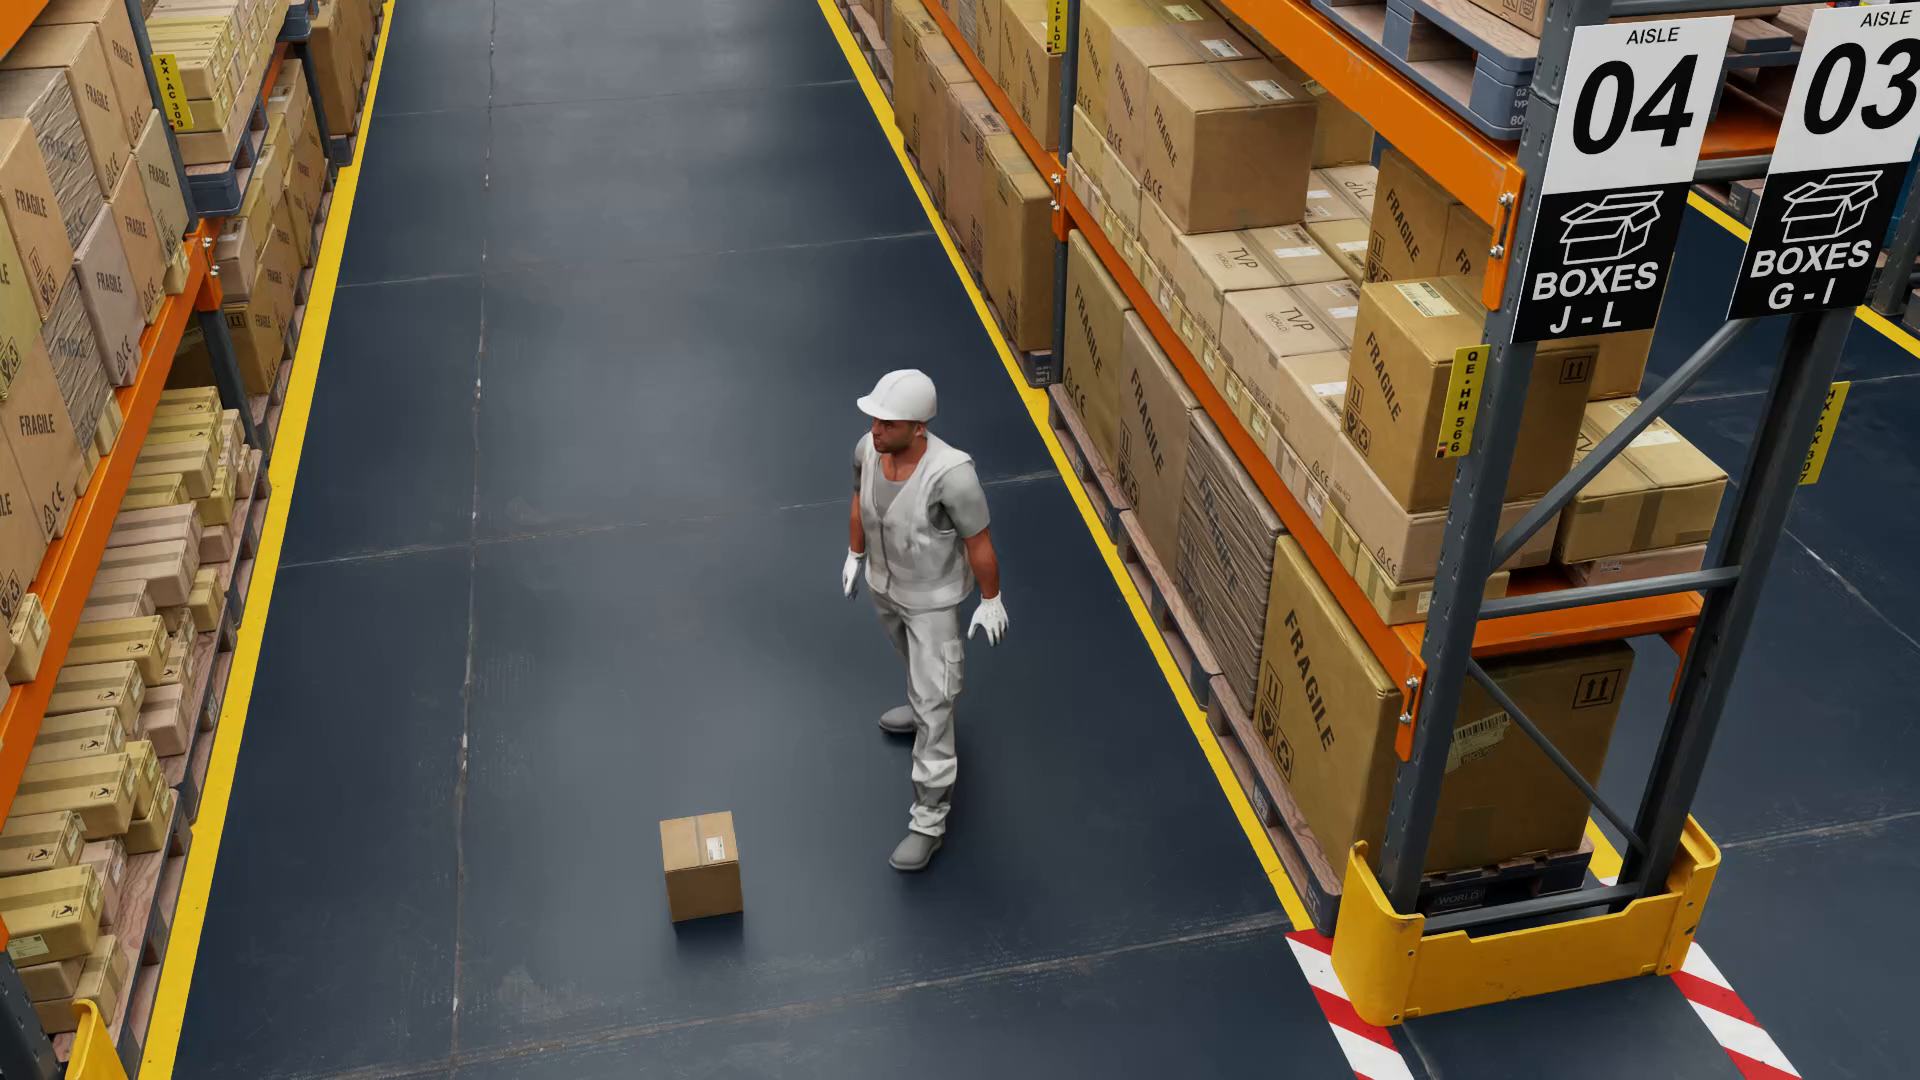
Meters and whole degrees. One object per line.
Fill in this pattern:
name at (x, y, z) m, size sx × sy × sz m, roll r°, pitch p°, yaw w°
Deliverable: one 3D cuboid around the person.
person at (-0.182, 0.218, 5.796) m, size 0.777 × 1.748 × 0.853 m, roll 28°, pitch 43°, yaw 35°
